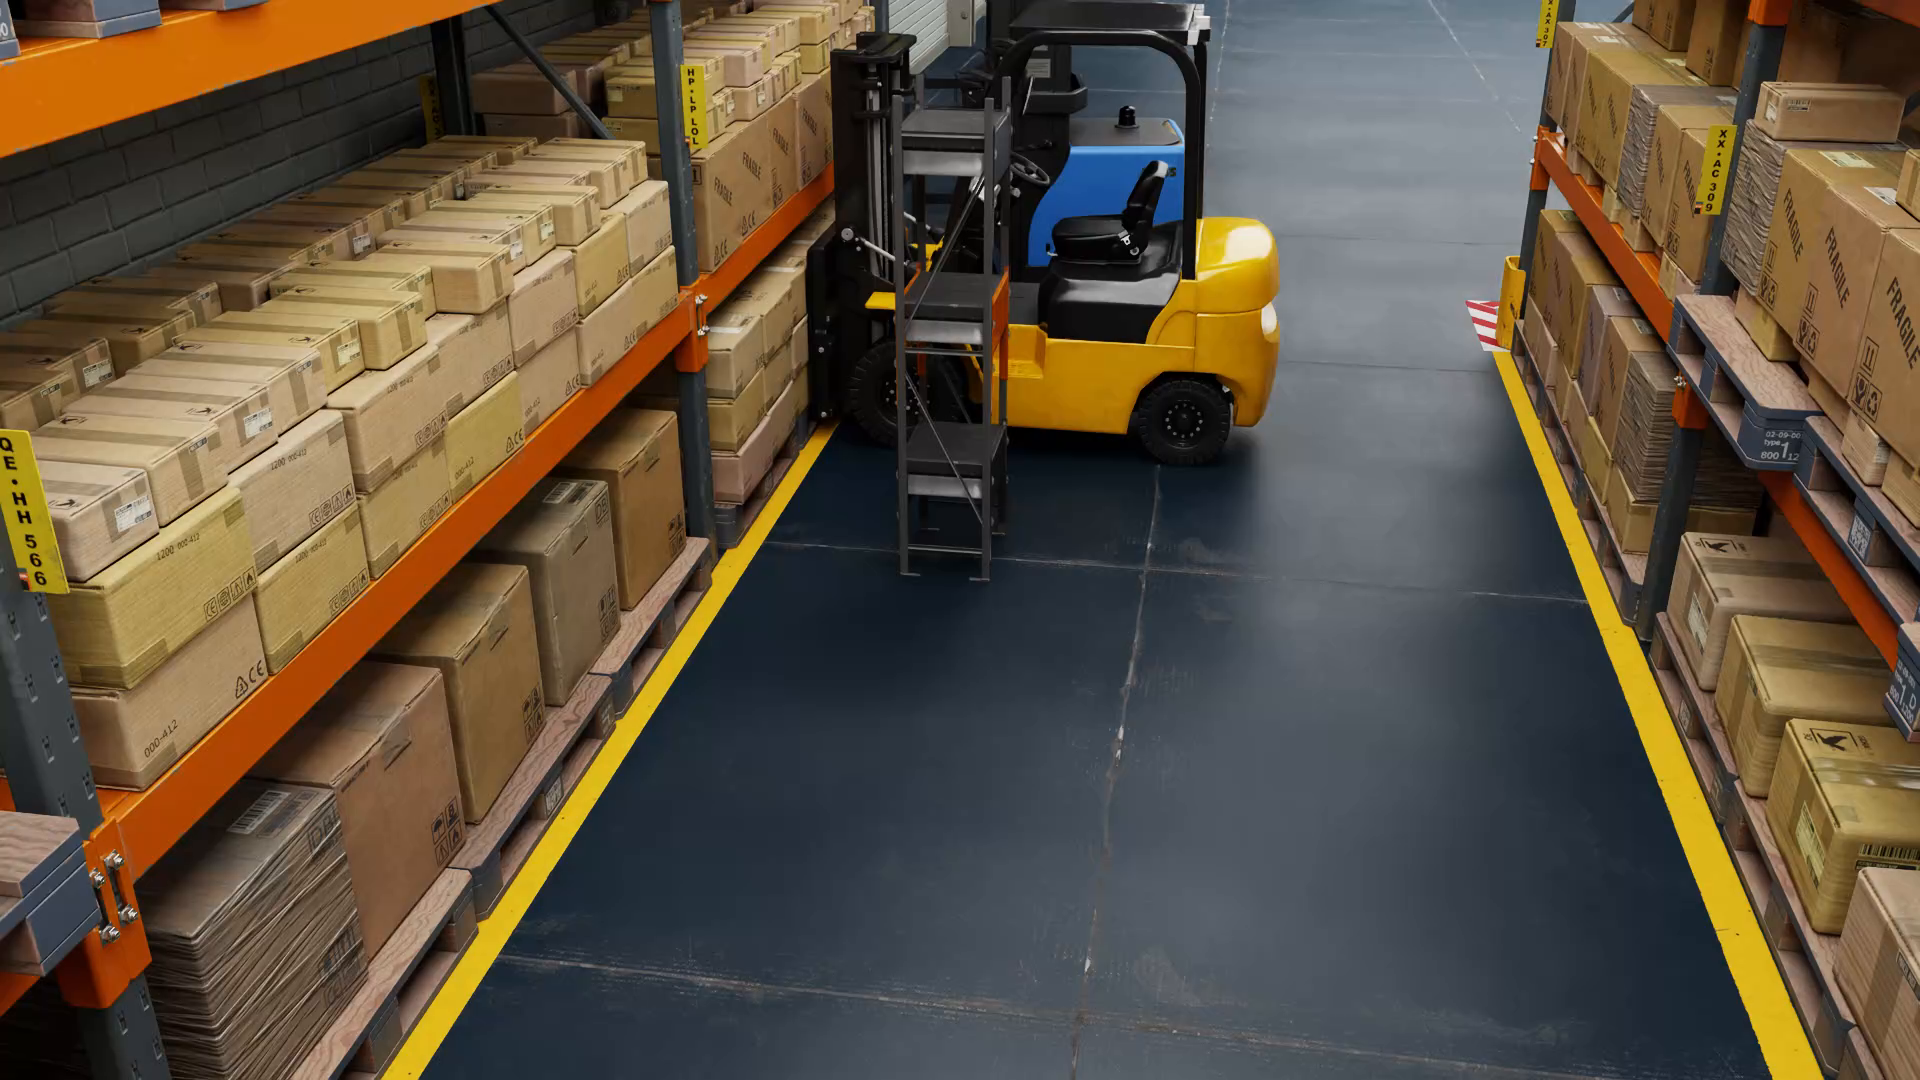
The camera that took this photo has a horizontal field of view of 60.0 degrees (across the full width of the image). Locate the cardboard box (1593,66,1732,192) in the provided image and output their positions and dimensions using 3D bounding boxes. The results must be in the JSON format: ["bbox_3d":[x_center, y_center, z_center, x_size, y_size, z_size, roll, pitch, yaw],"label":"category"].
[{"bbox_3d":[3.365,-1.956,7.922,0.500,0.500,0.500,4,25,7],"label":"cardboard box"}]

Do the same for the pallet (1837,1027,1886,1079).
[{"bbox_3d":[2.776,1.684,3.904,1.003,0.211,1.213,4,25,9],"label":"pallet"}]

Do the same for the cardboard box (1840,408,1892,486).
[{"bbox_3d":[2.658,-0.249,4.546,0.380,0.149,0.250,5,26,11],"label":"cardboard box"}]

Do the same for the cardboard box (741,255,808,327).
[{"bbox_3d":[-1.045,-1.268,8.490,0.500,0.250,0.500,5,26,10],"label":"cardboard box"}]

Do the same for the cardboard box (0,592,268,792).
[{"bbox_3d":[-1.937,0.304,3.738,0.500,0.250,0.500,4,25,9],"label":"cardboard box"}]

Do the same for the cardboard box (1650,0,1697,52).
[{"bbox_3d":[3.996,-2.791,8.527,0.700,0.500,0.500,4,25,9],"label":"cardboard box"}]

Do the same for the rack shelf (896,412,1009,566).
[{"bbox_3d":[-0.027,-0.235,7.460,0.431,0.518,0.480,4,25,9],"label":"rack shelf"}]

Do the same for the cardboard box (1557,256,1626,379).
[{"bbox_3d":[3.375,-1.127,8.482,0.500,0.500,0.500,5,25,10],"label":"cardboard box"}]

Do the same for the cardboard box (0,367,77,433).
[{"bbox_3d":[-2.362,-0.305,3.981,0.380,0.149,0.250,4,25,8],"label":"cardboard box"}]

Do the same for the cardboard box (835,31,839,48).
[{"bbox_3d":[-0.890,-2.799,9.309,0.380,0.149,0.250,4,25,8],"label":"cardboard box"}]

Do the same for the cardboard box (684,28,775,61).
[{"bbox_3d":[-1.120,-2.399,8.102,0.380,0.149,0.250,4,25,8],"label":"cardboard box"}]

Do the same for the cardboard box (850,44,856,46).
[{"bbox_3d":[-0.765,-2.762,9.995,0.500,0.500,0.500,3,25,7],"label":"cardboard box"}]

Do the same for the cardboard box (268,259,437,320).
[{"bbox_3d":[-1.760,-0.703,4.830,0.380,0.149,0.250,4,25,9],"label":"cardboard box"}]

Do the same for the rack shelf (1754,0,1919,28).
[{"bbox_3d":[2.974,-1.122,3.919,1.077,0.370,4.000,4,25,9],"label":"rack shelf"}]

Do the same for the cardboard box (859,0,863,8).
[{"bbox_3d":[-0.794,-3.250,9.921,0.380,0.149,0.250,4,25,9],"label":"cardboard box"}]

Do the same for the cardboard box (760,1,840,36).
[{"bbox_3d":[-0.867,-2.818,8.998,0.380,0.149,0.250,5,25,10],"label":"cardboard box"}]

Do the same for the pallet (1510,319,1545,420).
[{"bbox_3d":[3.774,-0.966,9.566,1.003,0.211,1.213,4,25,9],"label":"pallet"}]

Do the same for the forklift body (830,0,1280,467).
[{"bbox_3d":[0.547,-1.637,8.710,2.313,2.155,1.214,4,25,9],"label":"forklift body"}]

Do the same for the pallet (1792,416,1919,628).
[{"bbox_3d":[2.930,0.004,4.430,1.003,0.211,1.213,4,25,9],"label":"pallet"}]

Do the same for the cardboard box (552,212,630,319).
[{"bbox_3d":[-1.502,-0.988,5.909,0.500,0.250,0.500,3,25,7],"label":"cardboard box"}]

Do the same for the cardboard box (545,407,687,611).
[{"bbox_3d":[-1.671,-0.164,6.867,0.875,0.625,0.625,5,26,11],"label":"cardboard box"}]

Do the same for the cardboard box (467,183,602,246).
[{"bbox_3d":[-1.462,-1.122,5.725,0.380,0.149,0.250,3,25,7],"label":"cardboard box"}]

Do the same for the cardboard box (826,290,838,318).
[{"bbox_3d":[-0.956,-1.251,9.044,0.500,0.250,0.500,4,25,8],"label":"cardboard box"}]

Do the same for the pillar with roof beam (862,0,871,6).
[{"bbox_3d":[3.282,-7.640,13.458,9.100,9.000,0.400,4,25,9],"label":"pillar with roof beam"}]

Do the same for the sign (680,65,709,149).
[{"bbox_3d":[-1.060,-1.723,6.620,0.100,0.325,0.005,4,25,9],"label":"sign"}]

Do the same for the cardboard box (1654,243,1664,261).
[{"bbox_3d":[3.260,-1.279,7.240,0.380,0.149,0.250,4,25,8],"label":"cardboard box"}]

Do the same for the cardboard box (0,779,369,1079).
[{"bbox_3d":[-2.135,1.030,4.316,0.875,0.625,0.625,5,26,10],"label":"cardboard box"}]

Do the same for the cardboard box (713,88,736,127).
[{"bbox_3d":[-1.229,-1.941,7.476,0.380,0.149,0.250,4,25,8],"label":"cardboard box"}]

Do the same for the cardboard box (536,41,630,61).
[{"bbox_3d":[-1.752,-2.219,7.718,0.380,0.149,0.250,4,25,7],"label":"cardboard box"}]

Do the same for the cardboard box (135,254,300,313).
[{"bbox_3d":[-2.165,-0.727,4.883,0.380,0.149,0.250,5,25,10],"label":"cardboard box"}]

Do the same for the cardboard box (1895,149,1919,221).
[{"bbox_3d":[2.799,-0.956,4.524,0.380,0.149,0.250,5,26,11],"label":"cardboard box"}]

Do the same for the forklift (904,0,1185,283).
[{"bbox_3d":[-0.016,-3.048,10.804,3.031,2.935,1.130,0,25,-1],"label":"forklift"}]

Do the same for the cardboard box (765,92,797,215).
[{"bbox_3d":[-1.116,-1.911,8.177,0.500,0.500,0.500,4,25,8],"label":"cardboard box"}]

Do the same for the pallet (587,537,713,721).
[{"bbox_3d":[-1.679,0.306,6.847,1.003,0.211,1.213,4,25,9],"label":"pallet"}]

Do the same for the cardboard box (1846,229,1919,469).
[{"bbox_3d":[2.692,-0.489,4.291,0.500,0.500,0.500,3,25,6],"label":"cardboard box"}]

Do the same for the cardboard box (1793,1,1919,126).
[{"bbox_3d":[3.586,-1.727,6.254,0.700,0.500,0.500,4,25,8],"label":"cardboard box"}]

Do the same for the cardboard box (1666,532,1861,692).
[{"bbox_3d":[3.217,0.294,6.188,0.950,0.372,0.625,4,25,9],"label":"cardboard box"}]

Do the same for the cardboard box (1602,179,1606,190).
[{"bbox_3d":[3.464,-1.817,8.389,0.380,0.149,0.250,5,26,10],"label":"cardboard box"}]

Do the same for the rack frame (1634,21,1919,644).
[{"bbox_3d":[3.301,-0.925,6.189,1.000,3.000,0.127,4,25,9],"label":"rack frame"}]

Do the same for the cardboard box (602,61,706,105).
[{"bbox_3d":[-1.316,-1.971,7.189,0.380,0.149,0.250,4,25,9],"label":"cardboard box"}]

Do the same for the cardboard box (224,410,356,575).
[{"bbox_3d":[-1.854,-0.131,4.080,0.500,0.250,0.500,5,26,10],"label":"cardboard box"}]

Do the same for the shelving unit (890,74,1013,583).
[{"bbox_3d":[-0.027,-0.882,7.157,0.431,2.100,0.503,4,25,9],"label":"shelving unit"}]

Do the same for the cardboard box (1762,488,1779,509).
[{"bbox_3d":[3.663,-0.438,7.011,0.500,0.500,0.500,5,26,11],"label":"cardboard box"}]

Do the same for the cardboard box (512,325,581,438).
[{"bbox_3d":[-1.609,-0.555,5.574,0.500,0.250,0.500,4,25,9],"label":"cardboard box"}]

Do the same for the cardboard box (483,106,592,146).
[{"bbox_3d":[-1.798,-1.759,7.087,0.380,0.149,0.250,4,25,8],"label":"cardboard box"}]

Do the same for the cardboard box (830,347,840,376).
[{"bbox_3d":[-0.952,-1.033,9.166,0.500,0.250,0.500,5,26,10],"label":"cardboard box"}]

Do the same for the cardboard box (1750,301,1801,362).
[{"bbox_3d":[2.849,-0.689,5.484,0.380,0.149,0.250,5,25,10],"label":"cardboard box"}]

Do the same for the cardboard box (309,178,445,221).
[{"bbox_3d":[-2.024,-1.154,5.793,0.380,0.149,0.250,4,25,8],"label":"cardboard box"}]

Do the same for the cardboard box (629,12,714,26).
[{"bbox_3d":[-1.490,-2.644,8.626,0.380,0.149,0.250,4,25,9],"label":"cardboard box"}]

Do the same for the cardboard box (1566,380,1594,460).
[{"bbox_3d":[3.297,-0.572,8.182,0.500,0.250,0.500,4,25,9],"label":"cardboard box"}]

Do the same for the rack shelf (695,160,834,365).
[{"bbox_3d":[-1.270,-1.778,8.860,1.077,0.370,4.000,4,25,9],"label":"rack shelf"}]

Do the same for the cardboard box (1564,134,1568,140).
[{"bbox_3d":[3.695,-2.357,9.543,0.380,0.149,0.250,4,25,9],"label":"cardboard box"}]

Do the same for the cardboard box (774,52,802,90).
[{"bbox_3d":[-1.013,-2.367,8.386,0.380,0.149,0.250,3,25,7],"label":"cardboard box"}]

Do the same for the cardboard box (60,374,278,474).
[{"bbox_3d":[-1.849,-0.268,3.901,0.380,0.149,0.250,5,25,10],"label":"cardboard box"}]
